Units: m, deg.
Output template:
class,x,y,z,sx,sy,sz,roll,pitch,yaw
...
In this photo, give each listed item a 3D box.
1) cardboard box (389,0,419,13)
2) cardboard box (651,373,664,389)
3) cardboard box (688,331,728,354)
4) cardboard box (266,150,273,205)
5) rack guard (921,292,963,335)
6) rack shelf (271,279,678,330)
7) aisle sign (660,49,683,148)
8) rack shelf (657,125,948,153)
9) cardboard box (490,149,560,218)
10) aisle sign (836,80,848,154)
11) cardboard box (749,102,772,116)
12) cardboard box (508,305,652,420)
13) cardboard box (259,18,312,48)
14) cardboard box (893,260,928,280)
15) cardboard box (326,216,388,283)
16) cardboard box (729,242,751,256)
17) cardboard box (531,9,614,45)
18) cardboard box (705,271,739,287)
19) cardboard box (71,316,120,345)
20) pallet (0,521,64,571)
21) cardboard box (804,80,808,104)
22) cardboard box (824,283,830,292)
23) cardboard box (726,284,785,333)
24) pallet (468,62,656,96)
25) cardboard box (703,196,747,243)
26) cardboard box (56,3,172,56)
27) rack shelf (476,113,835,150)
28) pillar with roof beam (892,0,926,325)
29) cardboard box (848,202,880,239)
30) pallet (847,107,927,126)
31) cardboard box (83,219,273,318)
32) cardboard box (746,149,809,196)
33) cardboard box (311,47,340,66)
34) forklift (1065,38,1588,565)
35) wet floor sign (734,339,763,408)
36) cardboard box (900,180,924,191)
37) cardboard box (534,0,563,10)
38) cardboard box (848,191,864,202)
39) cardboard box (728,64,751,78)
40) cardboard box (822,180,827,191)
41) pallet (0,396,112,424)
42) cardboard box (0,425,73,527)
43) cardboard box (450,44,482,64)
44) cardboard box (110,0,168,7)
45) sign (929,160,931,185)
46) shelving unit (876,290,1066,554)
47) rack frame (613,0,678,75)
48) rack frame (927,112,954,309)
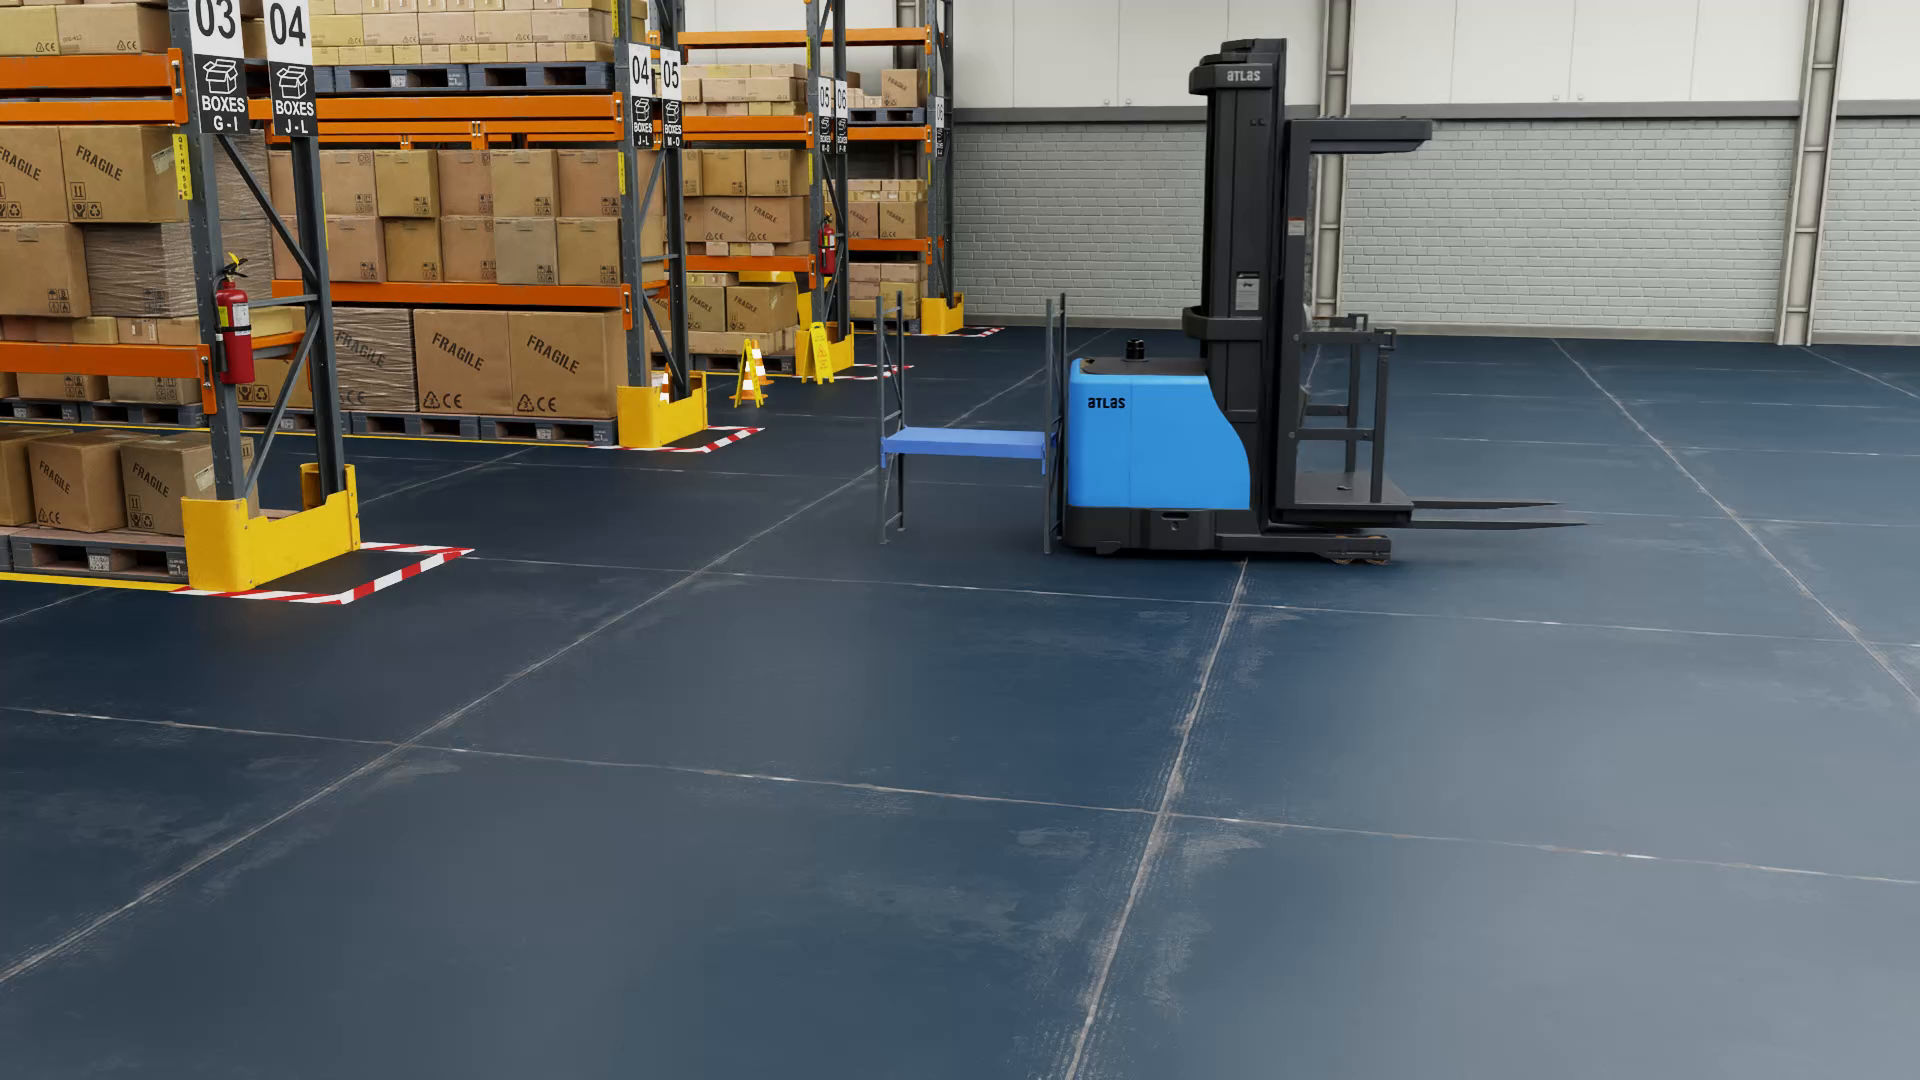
class,x,y,z,sx,sy,sz,roll,pitch,yaw
cardboard box,-4.432,-4.355,13.550,0.250,0.149,0.380,3,13,14
cardboard box,-3.211,-1.642,17.293,0.250,0.149,0.380,12,17,43
cardboard box,-2.805,-2.267,18.907,0.500,0.250,0.500,3,13,14
cardboard box,-6.076,-3.126,14.560,0.550,0.550,0.875,3,13,14
rack guard,-0.246,-3.213,23.563,0.348,0.500,1.175,3,13,14
rack shelf,-4.485,-2.097,14.423,4.000,0.370,1.077,3,13,14
aisle sign,-2.402,-3.673,13.863,0.004,0.787,0.394,3,13,14
rack shelf,-2.211,-5.652,23.519,4.000,0.370,1.077,3,13,14
cardboard box,-3.450,-2.982,13.908,0.550,0.550,0.875,3,13,14
aisle sign,-1.321,-4.722,18.590,0.004,0.787,0.394,3,13,14
cardboard box,-2.118,-4.698,18.140,0.250,0.149,0.380,3,13,14
cardboard box,-3.217,-1.534,14.157,0.875,0.875,0.875,3,13,14
cardboard box,-5.528,-4.232,13.919,0.500,0.250,0.500,3,13,13
cardboard box,-0.691,-3.850,23.734,0.500,0.250,0.500,3,13,13
cardboard box,-5.030,-2.532,14.376,0.550,0.550,0.875,3,13,14
cardboard box,-2.386,-3.250,18.539,0.250,0.149,0.380,3,13,13
cardboard box,-3.085,-4.102,13.329,0.500,0.250,0.500,3,13,14
cardboard box,-2.668,-2.928,18.656,0.250,0.149,0.380,3,13,15
cardboard box,-4.653,-1.171,9.166,0.250,0.149,0.380,3,13,14
pallet,-5.864,-0.063,10.030,1.213,0.211,1.003,3,13,14
cardboard box,-1.879,-5.009,18.622,0.500,0.250,0.500,3,13,13
cardboard box,-1.807,-3.552,23.542,0.500,0.250,0.500,3,13,12
cardboard box,-2.295,-2.606,18.704,0.500,0.500,0.500,3,13,14
pallet,-3.266,-3.802,13.725,1.213,0.211,1.003,3,13,14
cardboard box,-2.533,-3.582,18.537,0.500,0.500,0.500,3,13,14
cardboard box,-4.358,-2.670,8.763,0.500,0.250,0.500,3,13,15
rack shelf,-3.397,-4.608,18.813,4.000,0.370,1.077,3,13,14
pillar with roof beam,-1.761,-6.684,19.585,0.400,9.000,9.100,3,13,14
cardboard box,-1.312,-4.483,23.283,0.500,0.500,0.500,3,13,15
pallet,-0.950,-5.898,23.172,1.213,0.211,1.003,3,13,14
cardboard box,-4.357,-1.535,9.311,0.500,0.500,0.875,3,13,14
cardboard box,-2.003,-4.054,18.353,0.500,0.500,0.700,3,13,12
cardboard box,-5.166,-4.005,13.815,0.250,0.149,0.380,3,13,13
forklift,2.161,-1.407,9.810,3.031,2.935,1.130,1,13,4
wet floor sign,-2.040,-1.610,16.002,0.232,0.644,0.267,1,13,4
cardboard box,-0.668,-4.920,23.069,0.250,0.149,0.380,3,13,14
cardboard box,-3.193,-4.289,13.253,0.250,0.149,0.380,3,13,14
cardboard box,-1.404,-4.808,23.251,0.250,0.149,0.380,3,13,13
cardboard box,-2.347,-5.108,18.146,0.250,0.149,0.380,3,13,13
cardboard box,-1.931,-4.965,23.272,0.250,0.149,0.380,3,13,15
pallet,-8.382,-1.278,15.507,1.213,0.211,1.003,3,13,14
cardboard box,-5.623,-0.388,9.858,0.500,0.500,0.500,4,13,19
cardboard box,-3.935,-3.939,13.517,0.250,0.149,0.380,3,13,13
cardboard box,-4.174,-2.842,8.617,0.250,0.149,0.380,3,13,14
sign,-0.413,-5.002,22.636,0.005,0.325,0.100,3,13,14
shelving unit,0.073,-0.728,10.051,1.048,1.500,0.538,3,13,13
rack frame,-2.543,-5.274,13.227,0.127,3.000,1.000,3,13,14
rack frame,-0.269,-4.435,23.298,0.127,3.000,1.000,3,13,14
